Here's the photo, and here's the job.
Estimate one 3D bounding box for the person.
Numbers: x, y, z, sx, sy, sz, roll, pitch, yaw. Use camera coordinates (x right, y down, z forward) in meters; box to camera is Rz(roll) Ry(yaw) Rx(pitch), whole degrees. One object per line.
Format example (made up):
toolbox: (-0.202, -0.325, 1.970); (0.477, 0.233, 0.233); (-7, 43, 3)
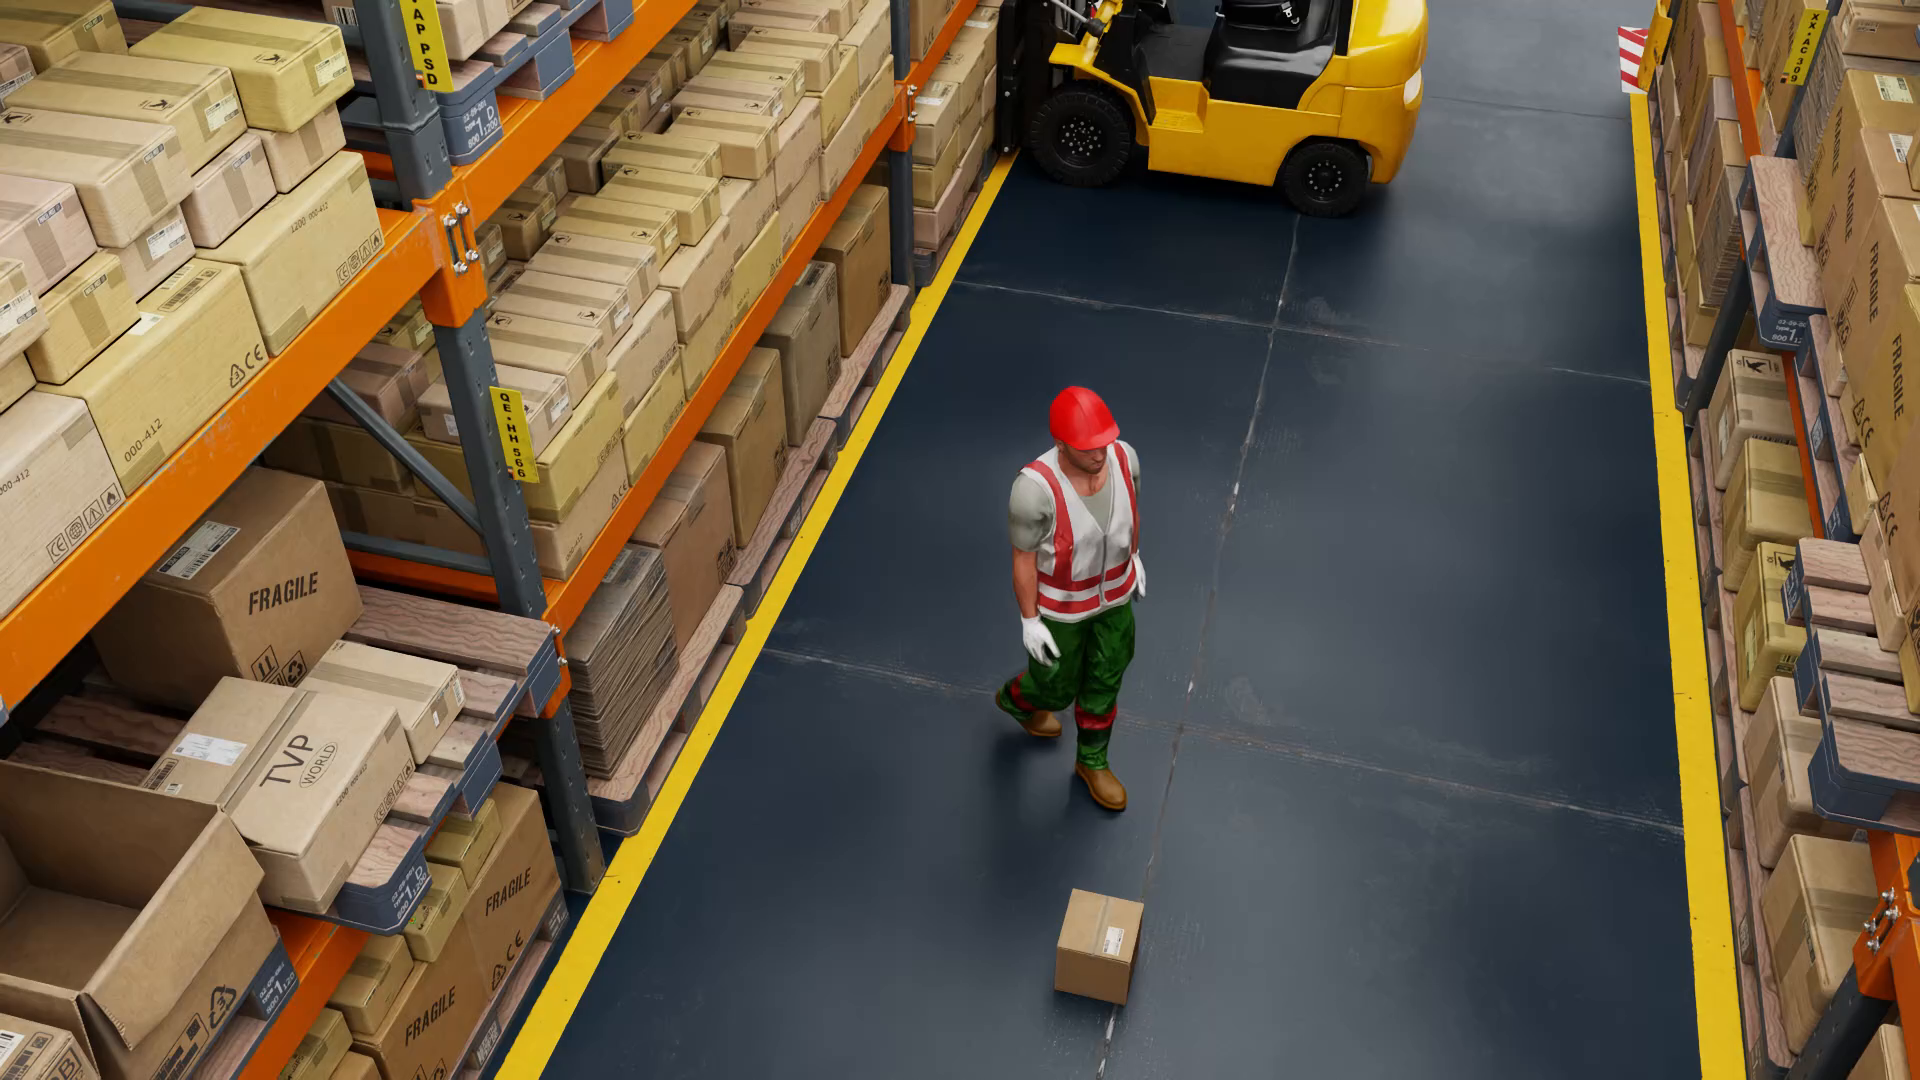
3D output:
person: (0.433, 0.181, 5.922); (0.583, 1.787, 0.662); (-20, 44, -22)
